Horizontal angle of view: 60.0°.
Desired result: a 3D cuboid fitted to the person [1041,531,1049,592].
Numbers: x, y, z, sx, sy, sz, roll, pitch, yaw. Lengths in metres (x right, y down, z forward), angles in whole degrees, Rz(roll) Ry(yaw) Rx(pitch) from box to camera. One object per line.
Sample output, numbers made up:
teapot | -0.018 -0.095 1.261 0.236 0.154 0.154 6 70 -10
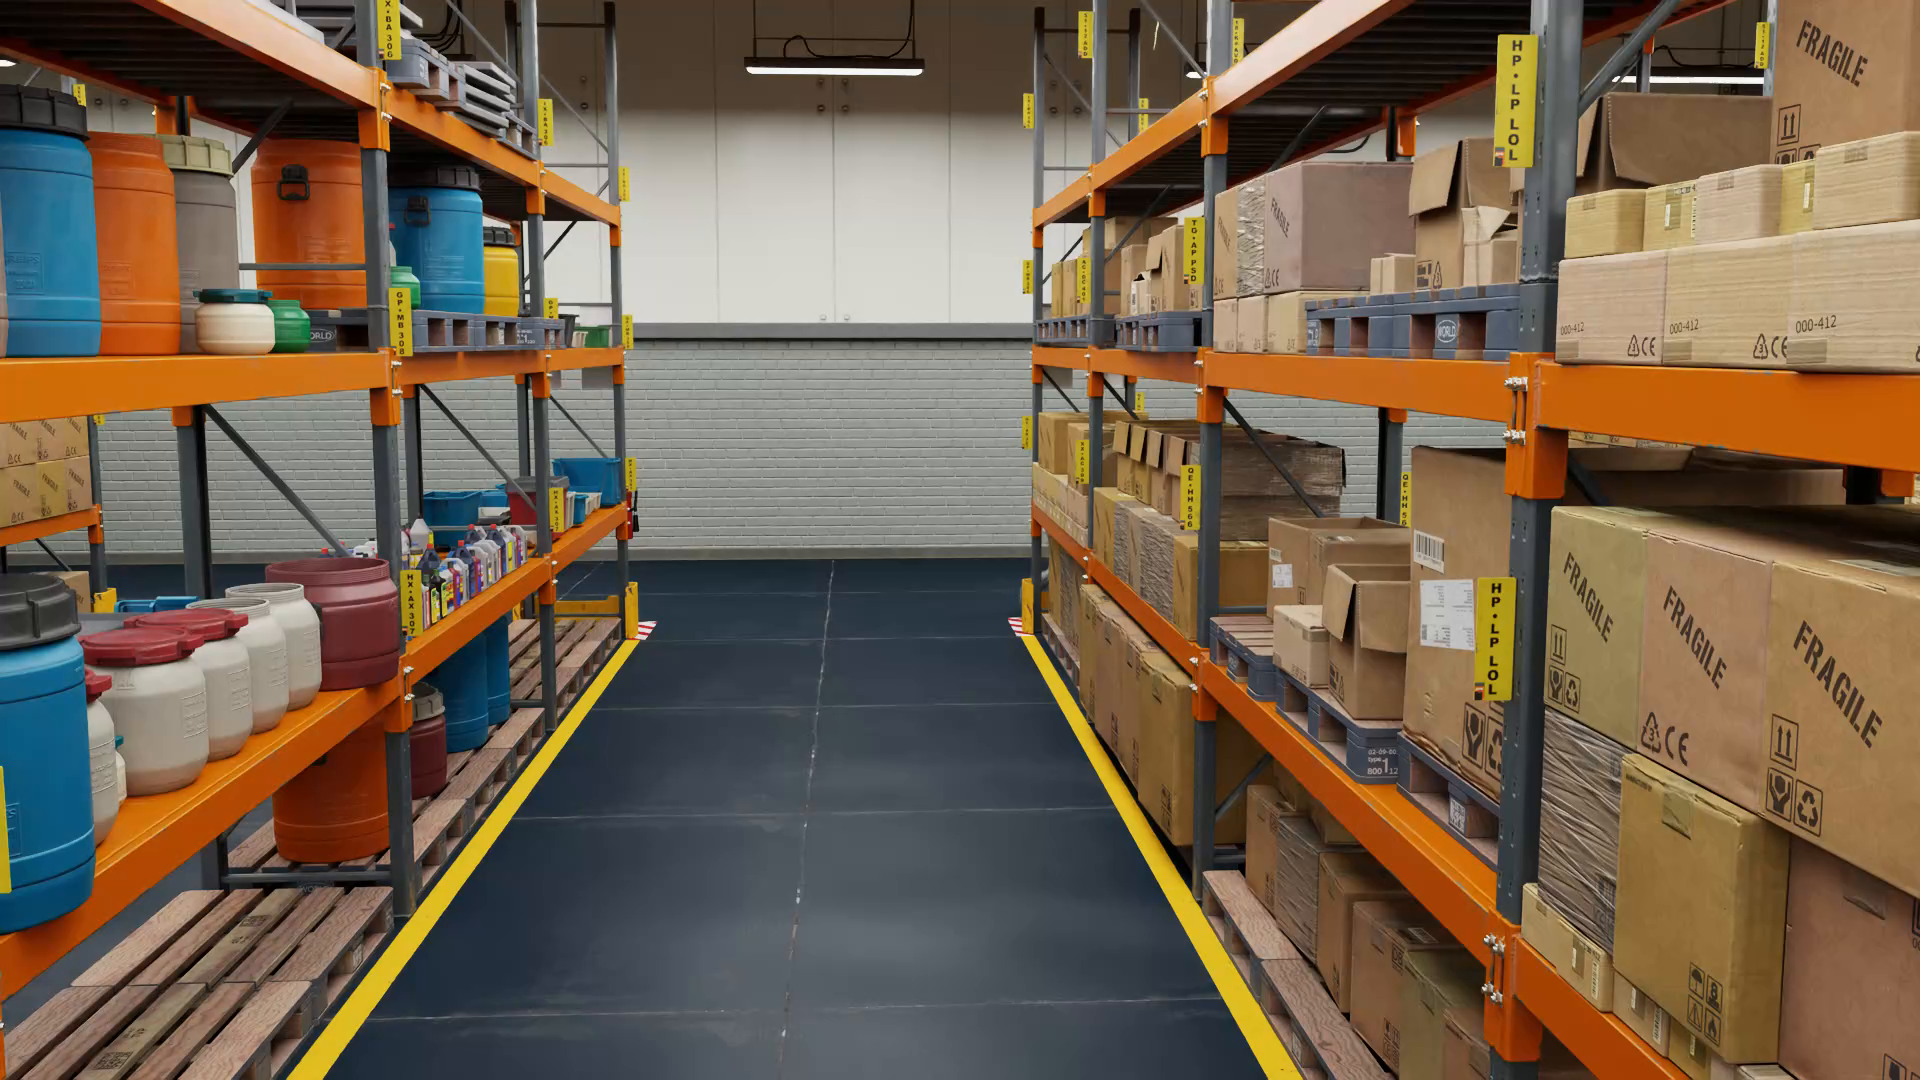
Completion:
person | 1.097 -0.106 17.493 0.758 1.755 0.546 -1 7 -8
